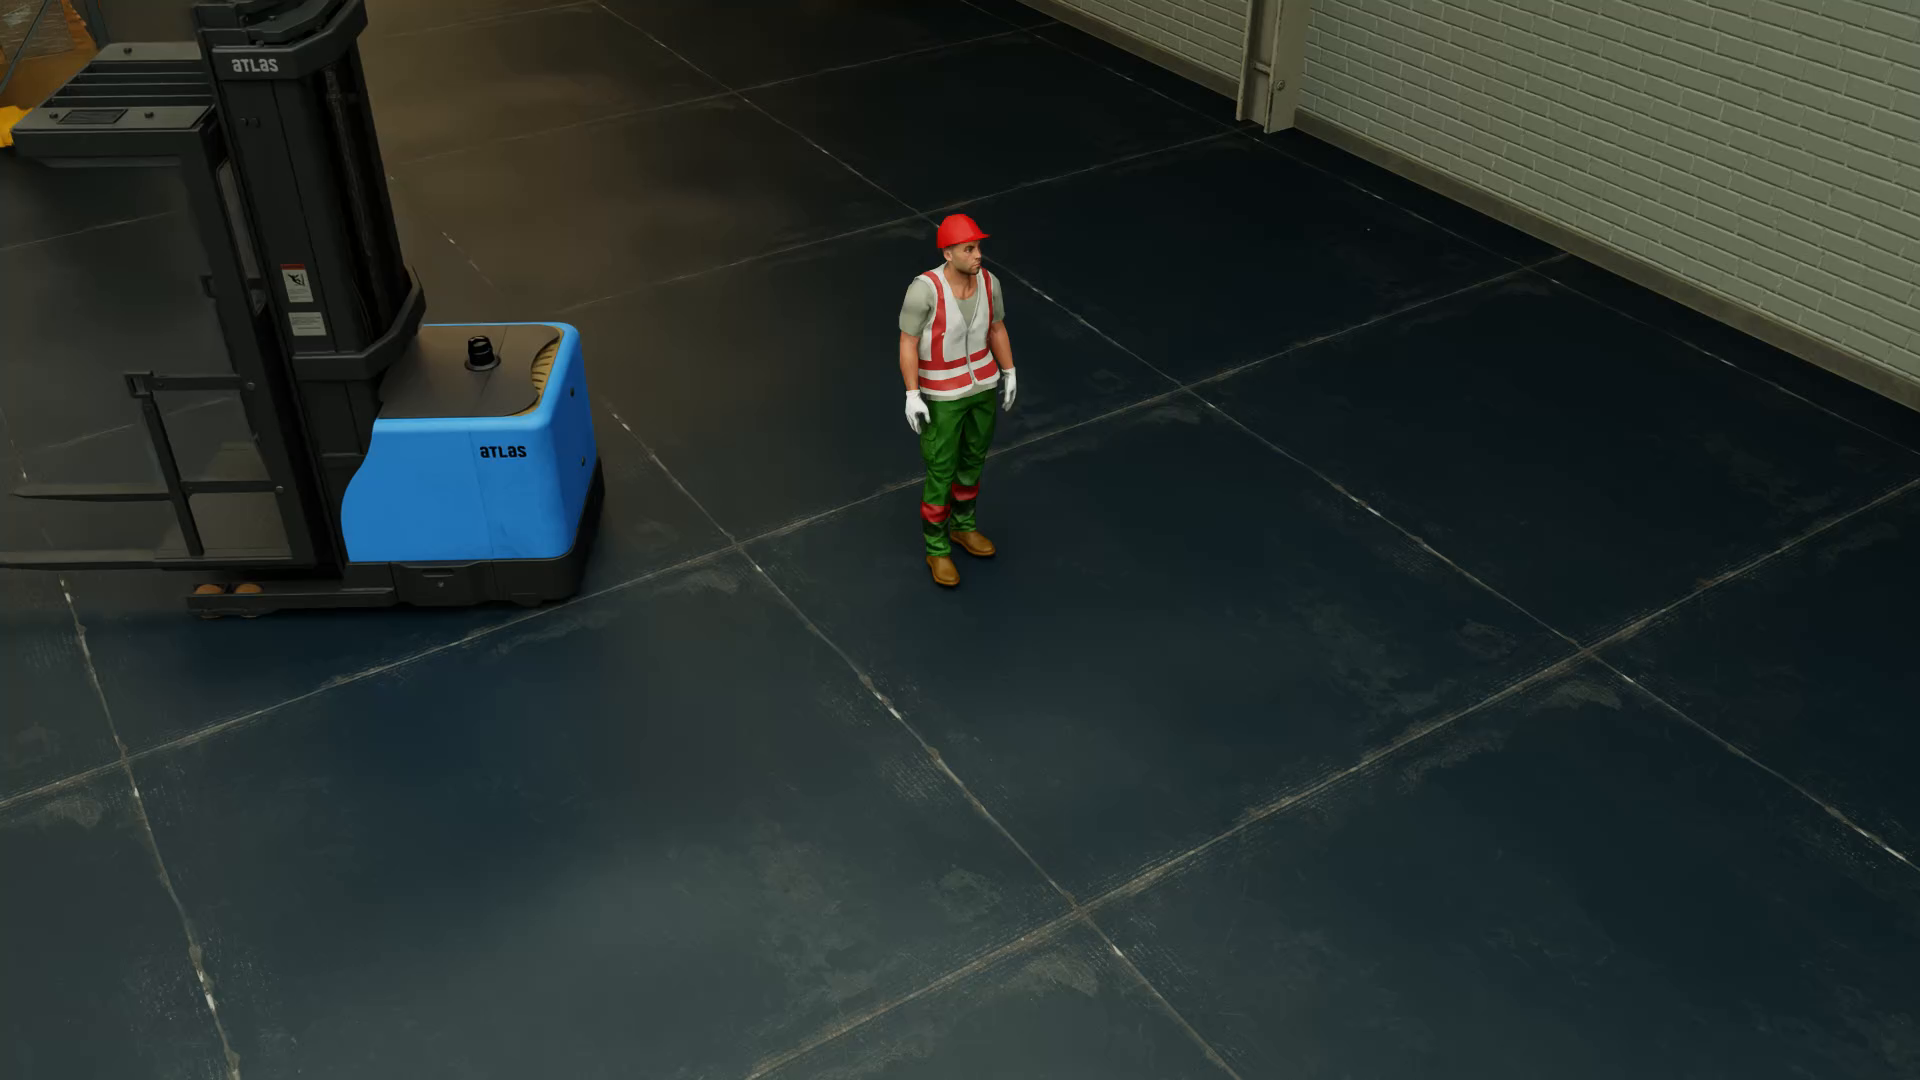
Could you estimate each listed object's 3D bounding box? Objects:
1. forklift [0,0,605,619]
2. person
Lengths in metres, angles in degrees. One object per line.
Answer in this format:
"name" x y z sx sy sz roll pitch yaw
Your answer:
"forklift" -3.407 -1.125 7.748 3.031 2.935 1.130 -1 35 -2
"person" 0.035 -0.695 8.119 0.638 1.789 0.562 -21 40 -27
